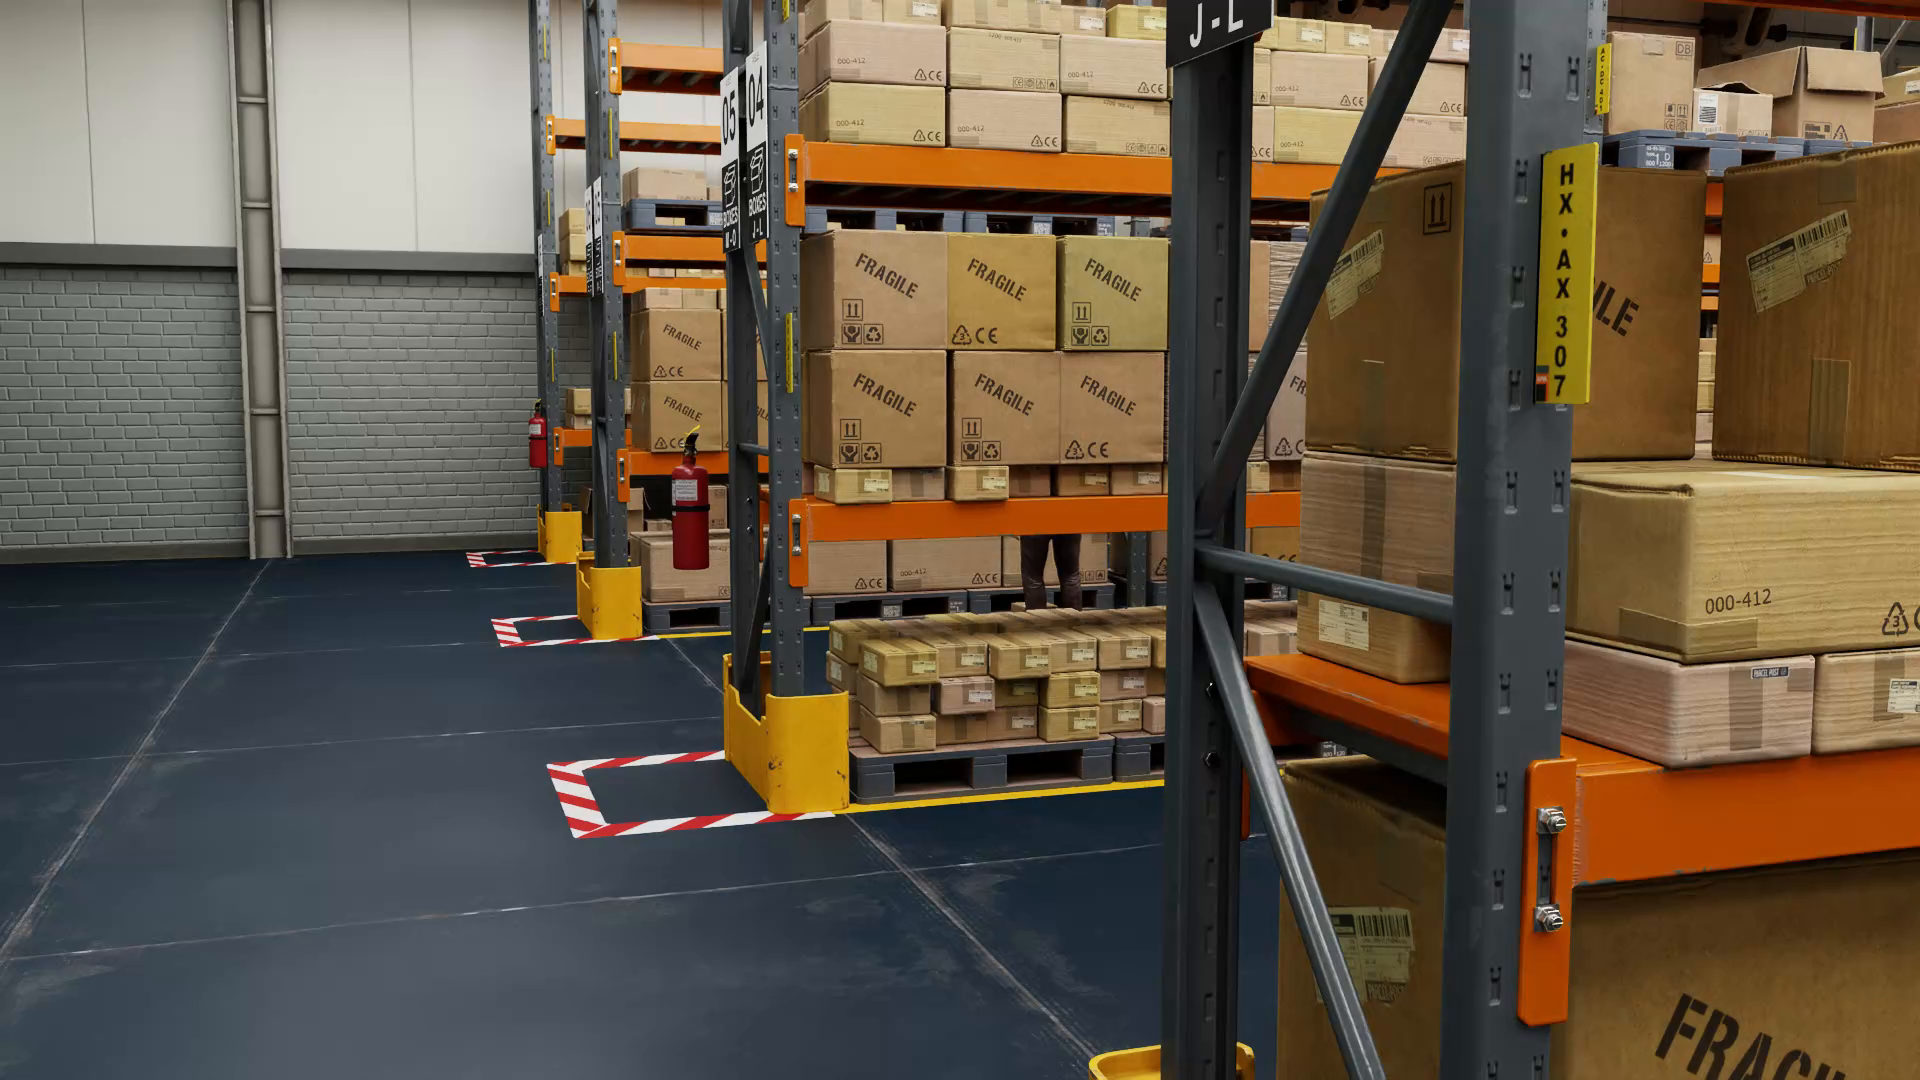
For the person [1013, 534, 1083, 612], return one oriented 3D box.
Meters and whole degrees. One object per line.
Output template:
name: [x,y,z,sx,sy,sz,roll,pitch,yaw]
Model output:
person: [0.609,-0.084,11.295,0.581,1.618,0.461,-2,6,-19]
